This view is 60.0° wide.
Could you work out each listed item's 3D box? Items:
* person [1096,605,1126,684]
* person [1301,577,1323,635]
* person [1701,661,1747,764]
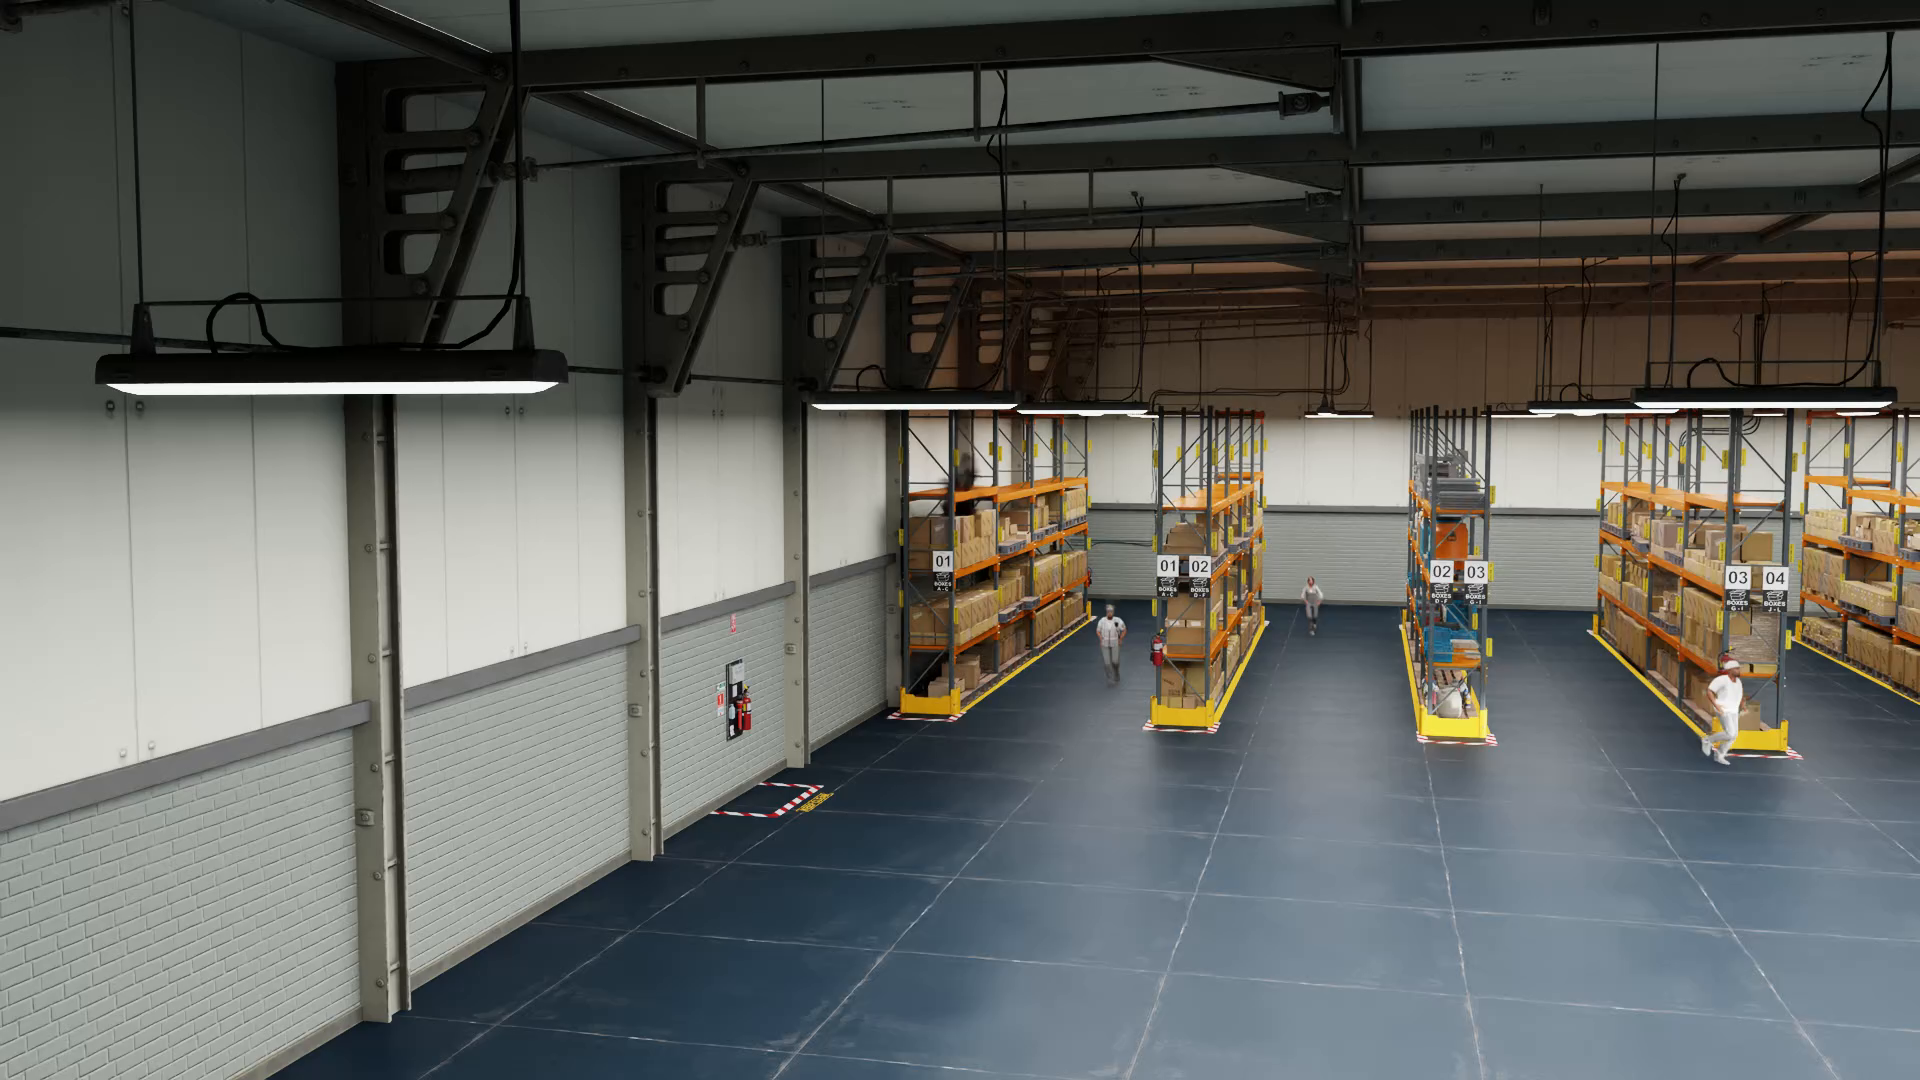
[{"bbox_3d":[3.256,2.266,35.985,0.638,1.737,0.564,1,4,12],"label":"person"},{"bbox_3d":[9.420,1.757,44.553,0.571,1.558,0.580,1,4,11],"label":"person"},{"bbox_3d":[12.885,2.876,27.949,0.728,1.722,0.562,-2,5,-31],"label":"person"}]
